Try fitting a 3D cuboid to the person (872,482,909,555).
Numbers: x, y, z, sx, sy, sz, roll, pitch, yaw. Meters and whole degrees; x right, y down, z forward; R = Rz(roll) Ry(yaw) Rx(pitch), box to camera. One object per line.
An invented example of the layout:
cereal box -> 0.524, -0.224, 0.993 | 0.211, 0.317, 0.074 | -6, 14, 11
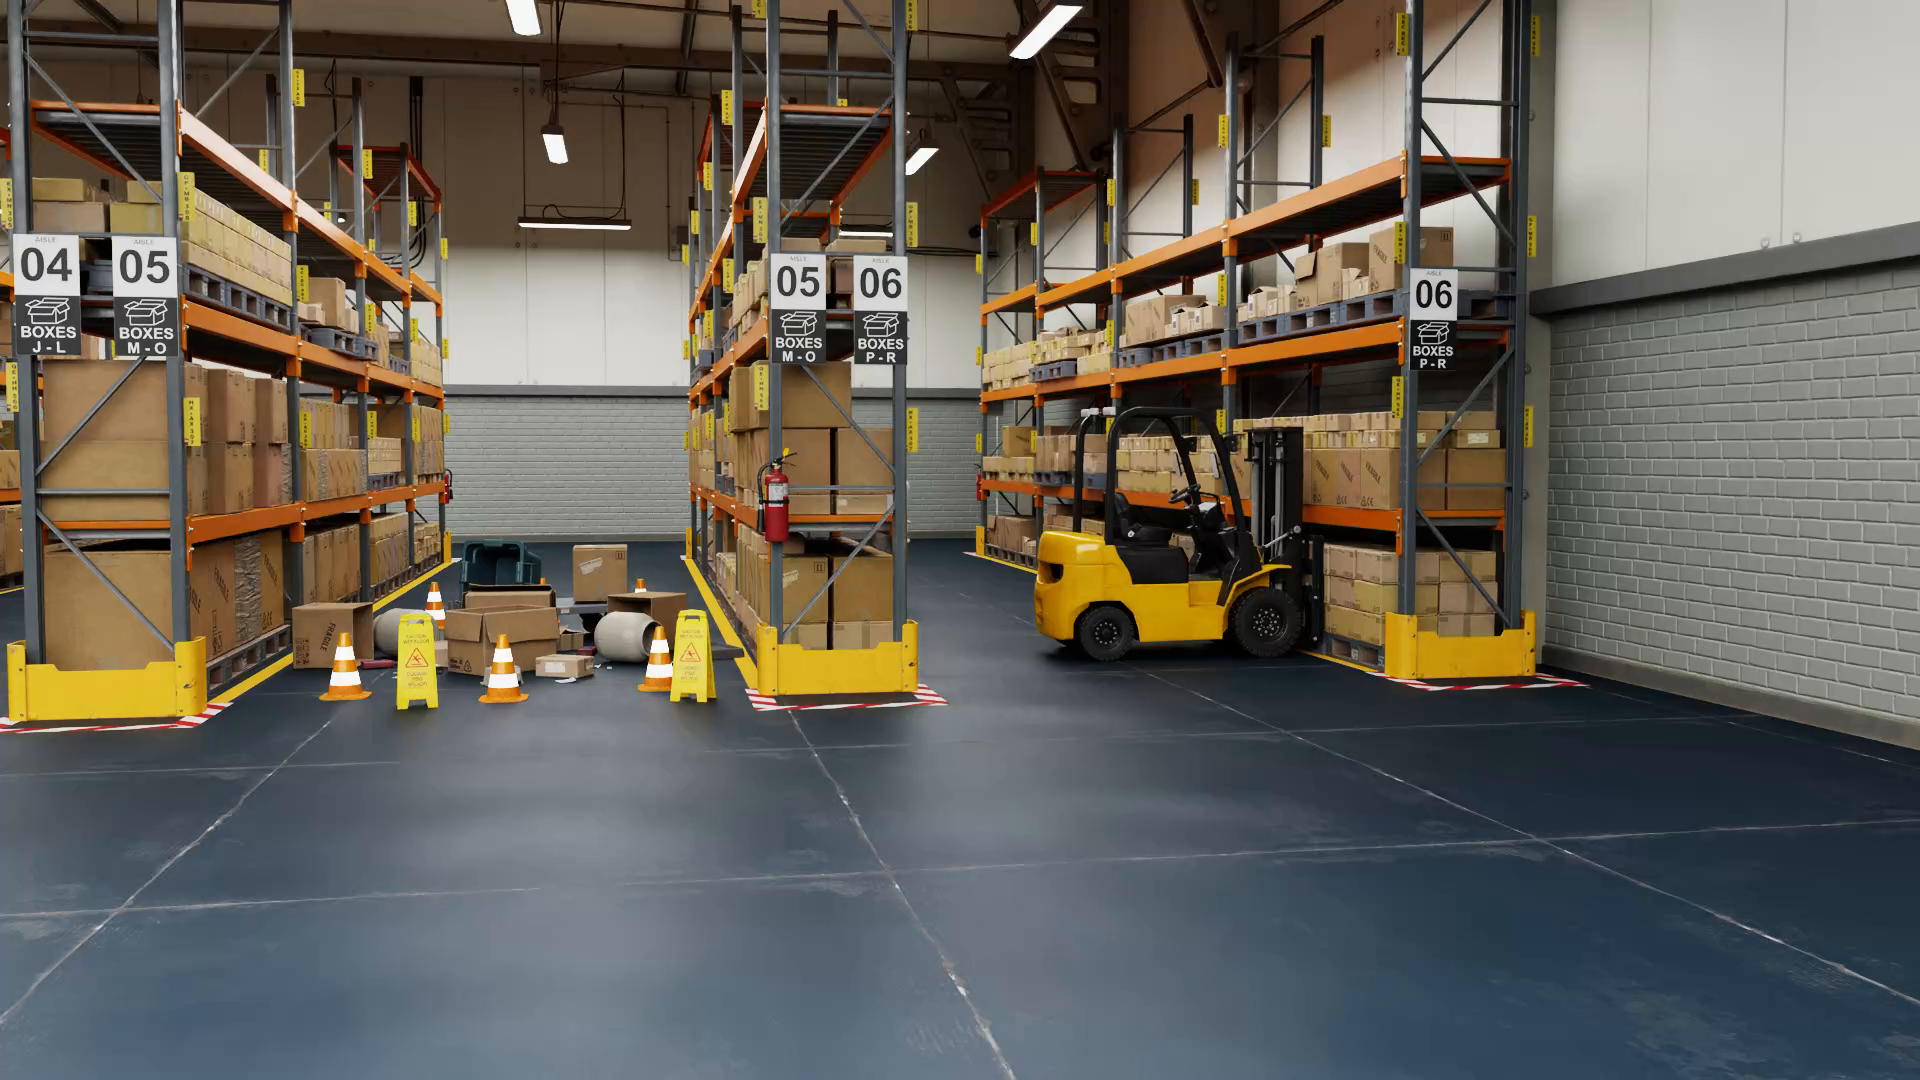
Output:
person -> -0.869, -0.140, 19.609 | 0.504, 1.760, 0.586 | -1, 3, -12
